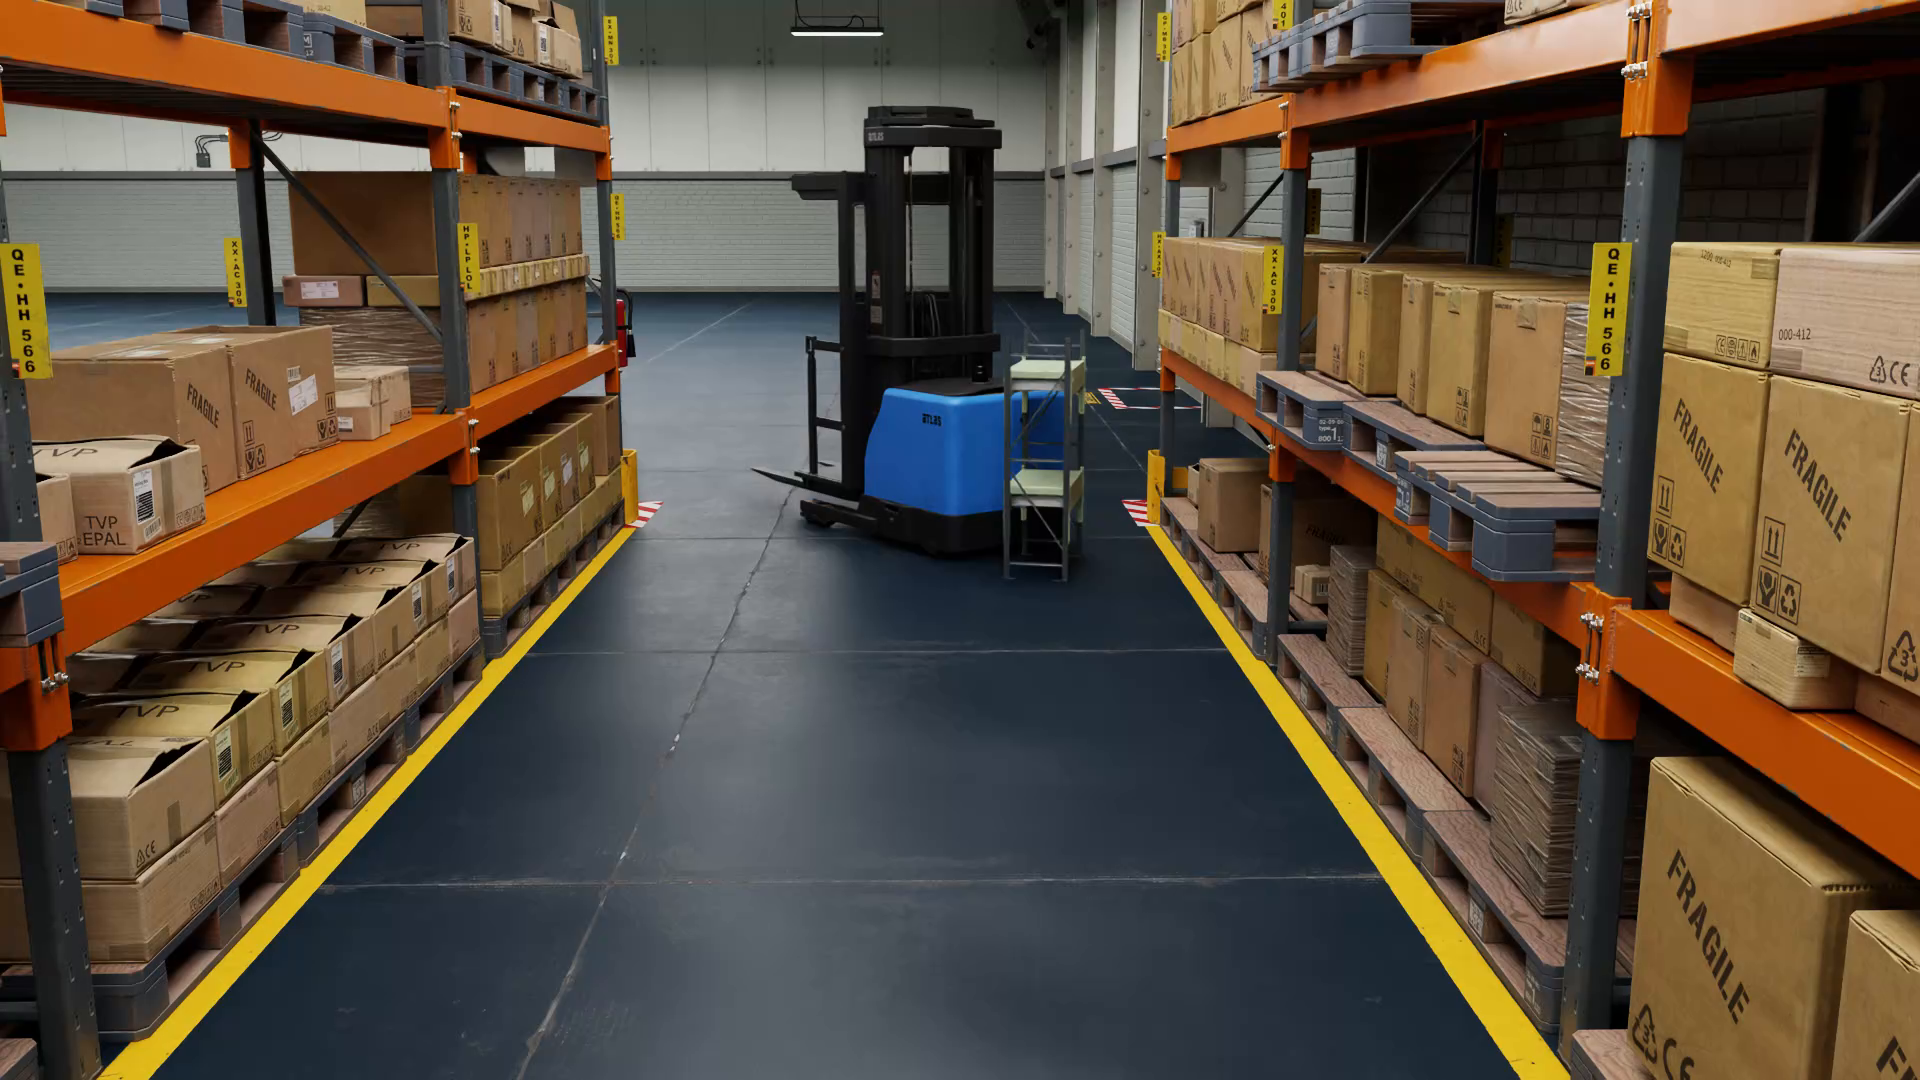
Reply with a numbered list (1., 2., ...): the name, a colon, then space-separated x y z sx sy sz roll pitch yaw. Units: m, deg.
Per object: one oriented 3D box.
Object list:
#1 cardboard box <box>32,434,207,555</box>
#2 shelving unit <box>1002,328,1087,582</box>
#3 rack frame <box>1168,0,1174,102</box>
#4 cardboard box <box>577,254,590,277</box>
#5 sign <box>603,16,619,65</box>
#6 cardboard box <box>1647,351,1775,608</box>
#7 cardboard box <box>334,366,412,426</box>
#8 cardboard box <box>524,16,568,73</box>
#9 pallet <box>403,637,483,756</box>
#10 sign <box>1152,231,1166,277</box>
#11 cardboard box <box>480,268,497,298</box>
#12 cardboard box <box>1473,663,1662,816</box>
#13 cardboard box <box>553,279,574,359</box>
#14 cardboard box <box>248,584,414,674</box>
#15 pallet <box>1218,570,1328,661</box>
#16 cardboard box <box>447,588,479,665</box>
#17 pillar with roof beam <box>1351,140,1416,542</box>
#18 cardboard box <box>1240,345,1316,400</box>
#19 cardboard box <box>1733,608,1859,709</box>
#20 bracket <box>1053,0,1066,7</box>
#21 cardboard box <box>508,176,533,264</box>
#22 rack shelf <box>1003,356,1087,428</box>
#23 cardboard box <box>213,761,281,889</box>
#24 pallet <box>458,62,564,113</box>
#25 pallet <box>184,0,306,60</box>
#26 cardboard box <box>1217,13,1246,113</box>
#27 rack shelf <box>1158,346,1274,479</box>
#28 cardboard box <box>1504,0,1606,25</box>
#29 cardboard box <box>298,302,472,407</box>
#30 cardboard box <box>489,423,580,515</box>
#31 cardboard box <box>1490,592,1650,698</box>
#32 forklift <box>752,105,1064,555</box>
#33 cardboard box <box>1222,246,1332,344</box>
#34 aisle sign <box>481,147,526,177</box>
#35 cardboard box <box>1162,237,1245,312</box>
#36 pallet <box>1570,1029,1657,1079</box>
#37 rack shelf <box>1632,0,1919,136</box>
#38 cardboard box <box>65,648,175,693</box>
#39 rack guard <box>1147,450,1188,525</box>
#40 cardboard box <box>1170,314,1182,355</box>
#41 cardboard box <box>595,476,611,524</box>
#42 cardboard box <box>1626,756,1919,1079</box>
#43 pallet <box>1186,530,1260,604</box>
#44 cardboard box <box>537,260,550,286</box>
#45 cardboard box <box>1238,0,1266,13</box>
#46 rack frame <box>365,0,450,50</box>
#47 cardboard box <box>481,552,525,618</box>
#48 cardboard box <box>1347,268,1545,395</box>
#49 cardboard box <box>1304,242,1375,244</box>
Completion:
1. cardboard box: -2.636 -0.156 5.008 0.500 0.311 0.500 0 11 -2
2. shelving unit: 0.539 -0.555 10.520 0.431 1.500 0.755 2 12 11
3. rack frame: 1.976 -4.573 11.465 1.000 3.000 0.127 0 11 -1
4. cardboard box: -2.778 -1.903 11.513 0.380 0.149 0.250 0 11 -2
5. sign: -2.433 -3.476 11.577 0.100 0.325 0.005 0 11 -1
6. cardboard box: 1.896 -0.149 3.701 0.500 0.500 0.500 0 11 1
7. cardboard box: -2.840 -0.645 7.572 0.500 0.250 0.500 0 11 2
8. cardboard box: -2.677 -2.974 9.945 0.500 0.311 0.500 1 12 6
9. pallet: -2.839 0.697 7.595 1.003 0.211 1.213 0 11 -1
10. sign: 1.434 -2.055 11.965 0.100 0.325 0.005 0 11 -1
11. cardboard box: -2.725 -1.391 8.987 0.380 0.149 0.250 0 11 -2
12. cardboard box: 2.180 0.721 5.640 0.700 0.500 0.500 0 11 -1
13. cardboard box: -2.964 -1.463 10.976 0.700 0.500 0.500 0 11 0
14. cardboard box: -2.574 0.332 6.825 0.500 0.311 0.500 0 11 -1
15. pallet: 2.010 0.396 9.077 1.003 0.211 1.213 0 11 -1
16. cardboard box: -2.595 0.407 7.870 0.500 0.250 0.500 0 11 -2
17. pillar with roof beam: -1.448 -4.419 10.710 9.100 9.000 0.400 0 11 -1
18. cardboard box: 1.746 -0.867 8.614 0.500 0.250 0.500 0 11 -1
19. cardboard box: 1.834 0.241 3.410 0.380 0.149 0.250 0 11 1
20. bracket: 2.013 -10.888 33.541 0.235 0.232 0.430 0 11 -1
21. cardboard box: -2.940 -1.889 9.810 0.700 0.500 0.500 0 11 -1
22. rack shelf: 0.539 -0.937 10.443 0.431 0.370 0.720 2 12 11
23. cardboard box: -2.539 0.915 5.363 0.500 0.250 0.500 -1 11 -3
24. pallet: -2.959 -2.654 9.777 1.003 0.211 1.213 0 11 -1
25. pallet: -2.940 -1.756 5.599 1.003 0.211 1.213 0 11 1
26. cardboard box: 1.754 -2.676 9.360 0.500 0.500 0.500 -1 11 -3
27. rack shelf: 2.018 -0.882 10.174 1.077 0.370 4.000 0 11 -1
28. cardboard box: 1.857 -1.620 4.632 0.500 0.311 0.500 0 11 -1
29. cardboard box: -2.909 -0.954 8.463 0.700 0.500 0.500 -1 11 -3
30. cardboard box: -2.623 -0.434 10.126 0.500 0.500 0.500 0 11 -1
31. cardboard box: 2.126 0.343 5.618 0.500 0.250 0.500 0 11 0
32. forklift: -0.512 -1.583 11.990 1.130 2.935 3.031 -8 14 -35
33. cardboard box: 1.724 -1.333 9.027 0.500 0.500 0.500 0 11 -1
34. aisle sign: -3.284 -2.897 11.758 0.394 0.787 0.004 0 11 -1
35. cardboard box: 1.686 -1.840 11.526 0.500 0.500 0.500 0 11 -1
36. pallet: 2.083 1.481 3.727 1.003 0.211 1.213 0 11 -1
37. rack shelf: 2.183 -0.762 2.037 1.077 0.370 4.000 0 11 -1
38. cardboard box: -3.093 0.539 5.807 0.500 0.311 0.500 0 11 -2
39. rack guard: 1.978 -0.392 12.236 1.175 0.500 0.348 0 11 -1
40. cardboard box: 1.694 -1.367 11.082 0.500 0.250 0.500 -1 11 -3
41. cardboard box: -2.647 -0.265 11.180 0.500 0.250 0.500 0 11 -1
42. cardboard box: 2.026 0.952 3.672 0.750 0.750 0.750 0 11 -2
43. pallet: 1.982 0.153 10.276 1.003 0.211 1.213 0 11 -1
44. cardboard box: -2.750 -1.646 10.244 0.380 0.149 0.250 0 11 0
45. cardboard box: 1.756 -3.064 8.758 0.500 0.500 0.500 0 11 2
46. rack frame: -2.893 -3.756 7.442 1.000 3.000 0.127 0 11 -1
47. cardboard box: -2.600 0.232 8.731 0.500 0.250 0.500 0 11 -1
48. cardboard box: 2.040 -0.890 7.042 0.700 0.500 0.500 1 12 5
49. cardboard box: 2.225 -1.541 10.049 0.500 0.500 0.500 0 11 0
